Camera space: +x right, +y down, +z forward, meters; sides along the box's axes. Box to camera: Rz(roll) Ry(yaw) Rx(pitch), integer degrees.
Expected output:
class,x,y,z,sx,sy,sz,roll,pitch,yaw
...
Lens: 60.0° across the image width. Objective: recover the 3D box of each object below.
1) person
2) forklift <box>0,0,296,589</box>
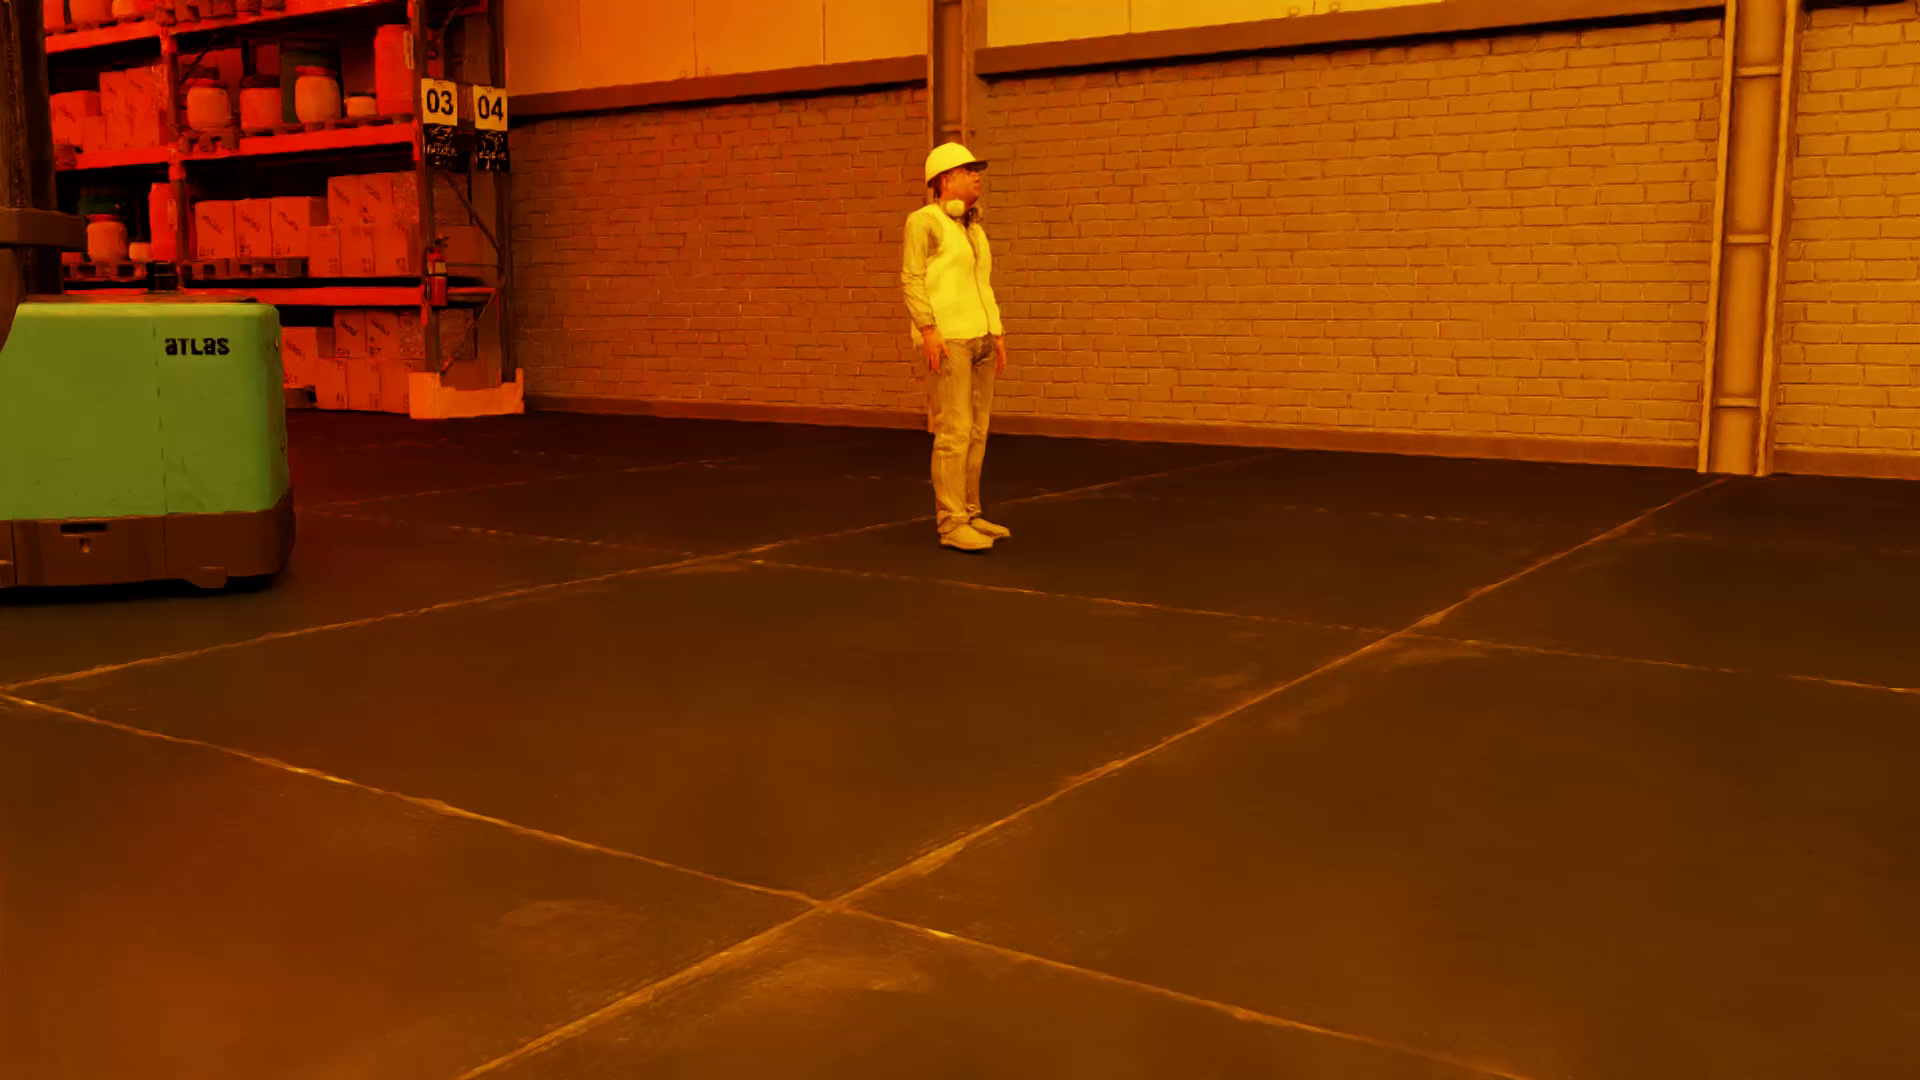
class,x,y,z,sx,sy,sz,roll,pitch,yaw
person,0.047,-0.879,7.436,0.567,1.773,0.632,5,10,34
forklift,-4.135,-1.255,6.018,3.031,2.935,1.130,-3,9,-18
